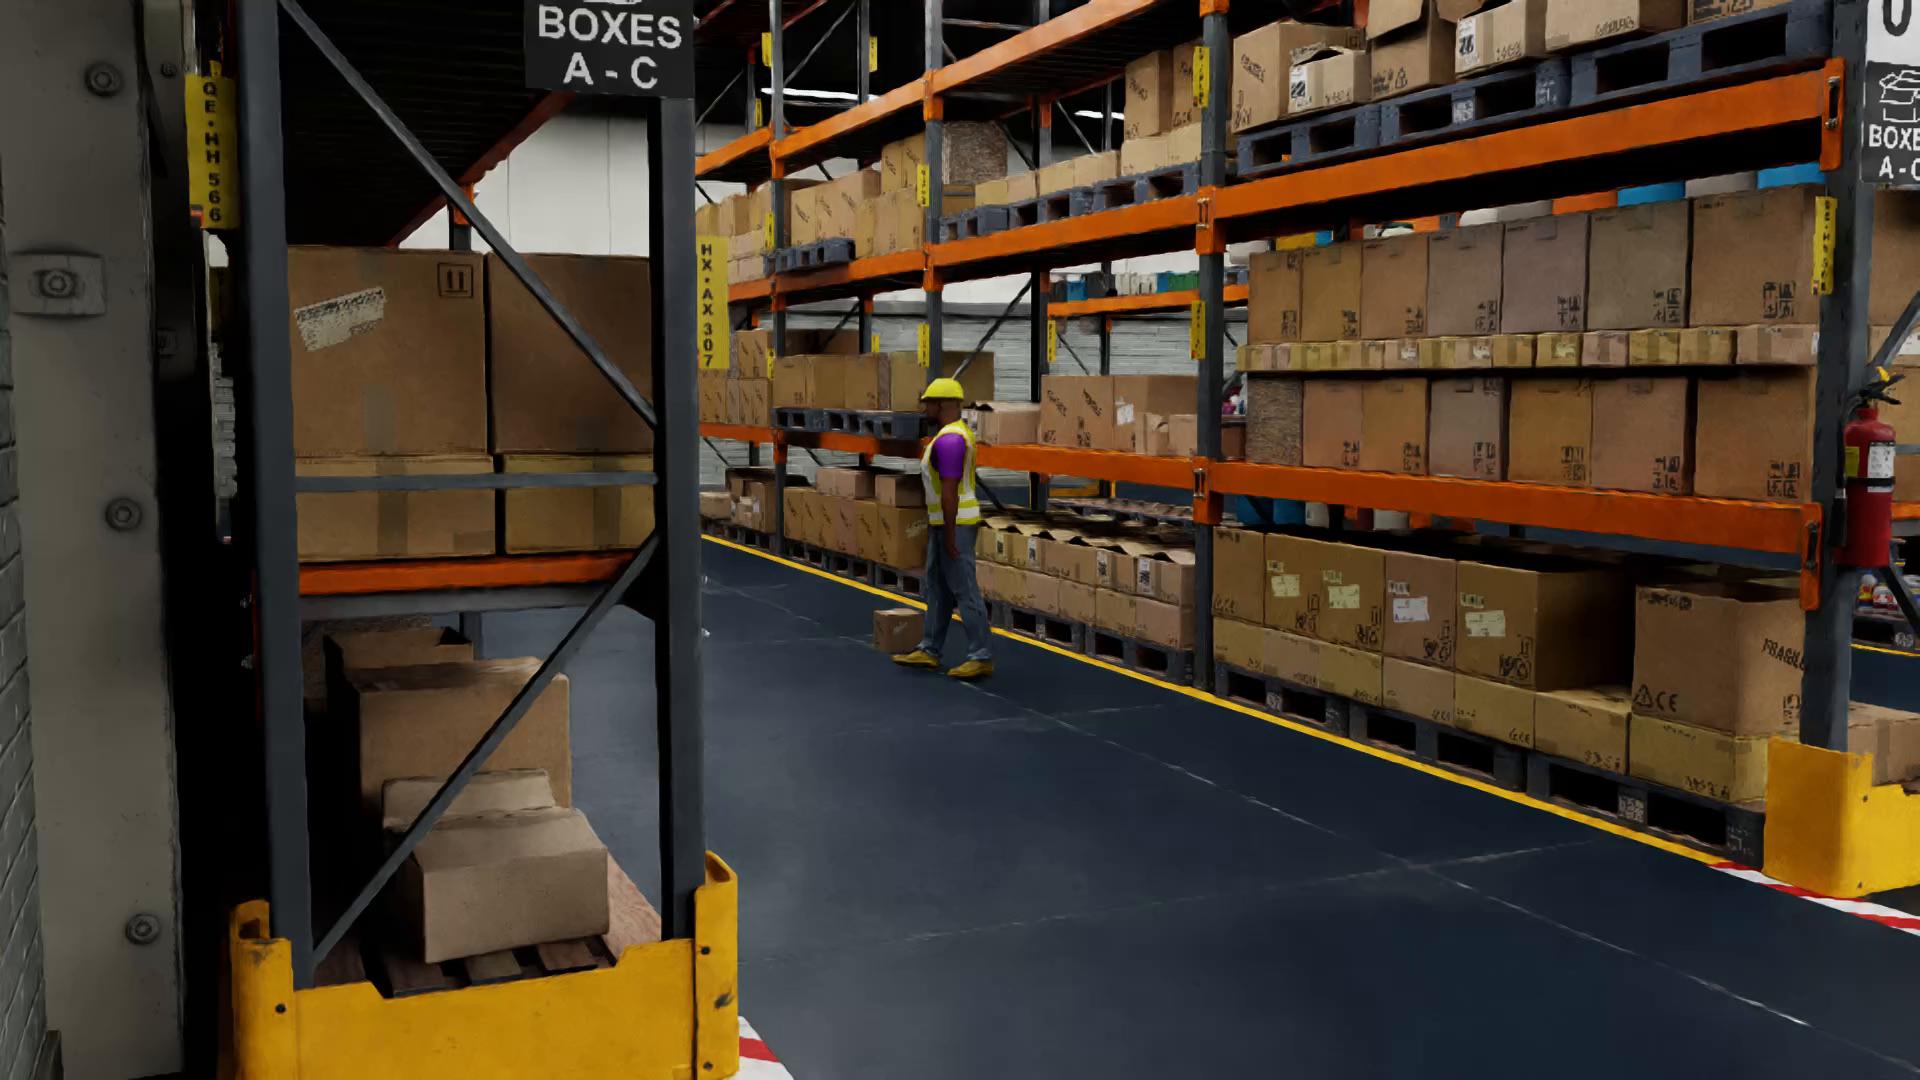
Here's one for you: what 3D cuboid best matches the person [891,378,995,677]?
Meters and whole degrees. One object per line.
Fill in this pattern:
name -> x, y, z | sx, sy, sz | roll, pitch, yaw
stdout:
person -> -0.104, -0.086, 9.974 | 0.622, 1.765, 0.717 | 0, 5, -1
